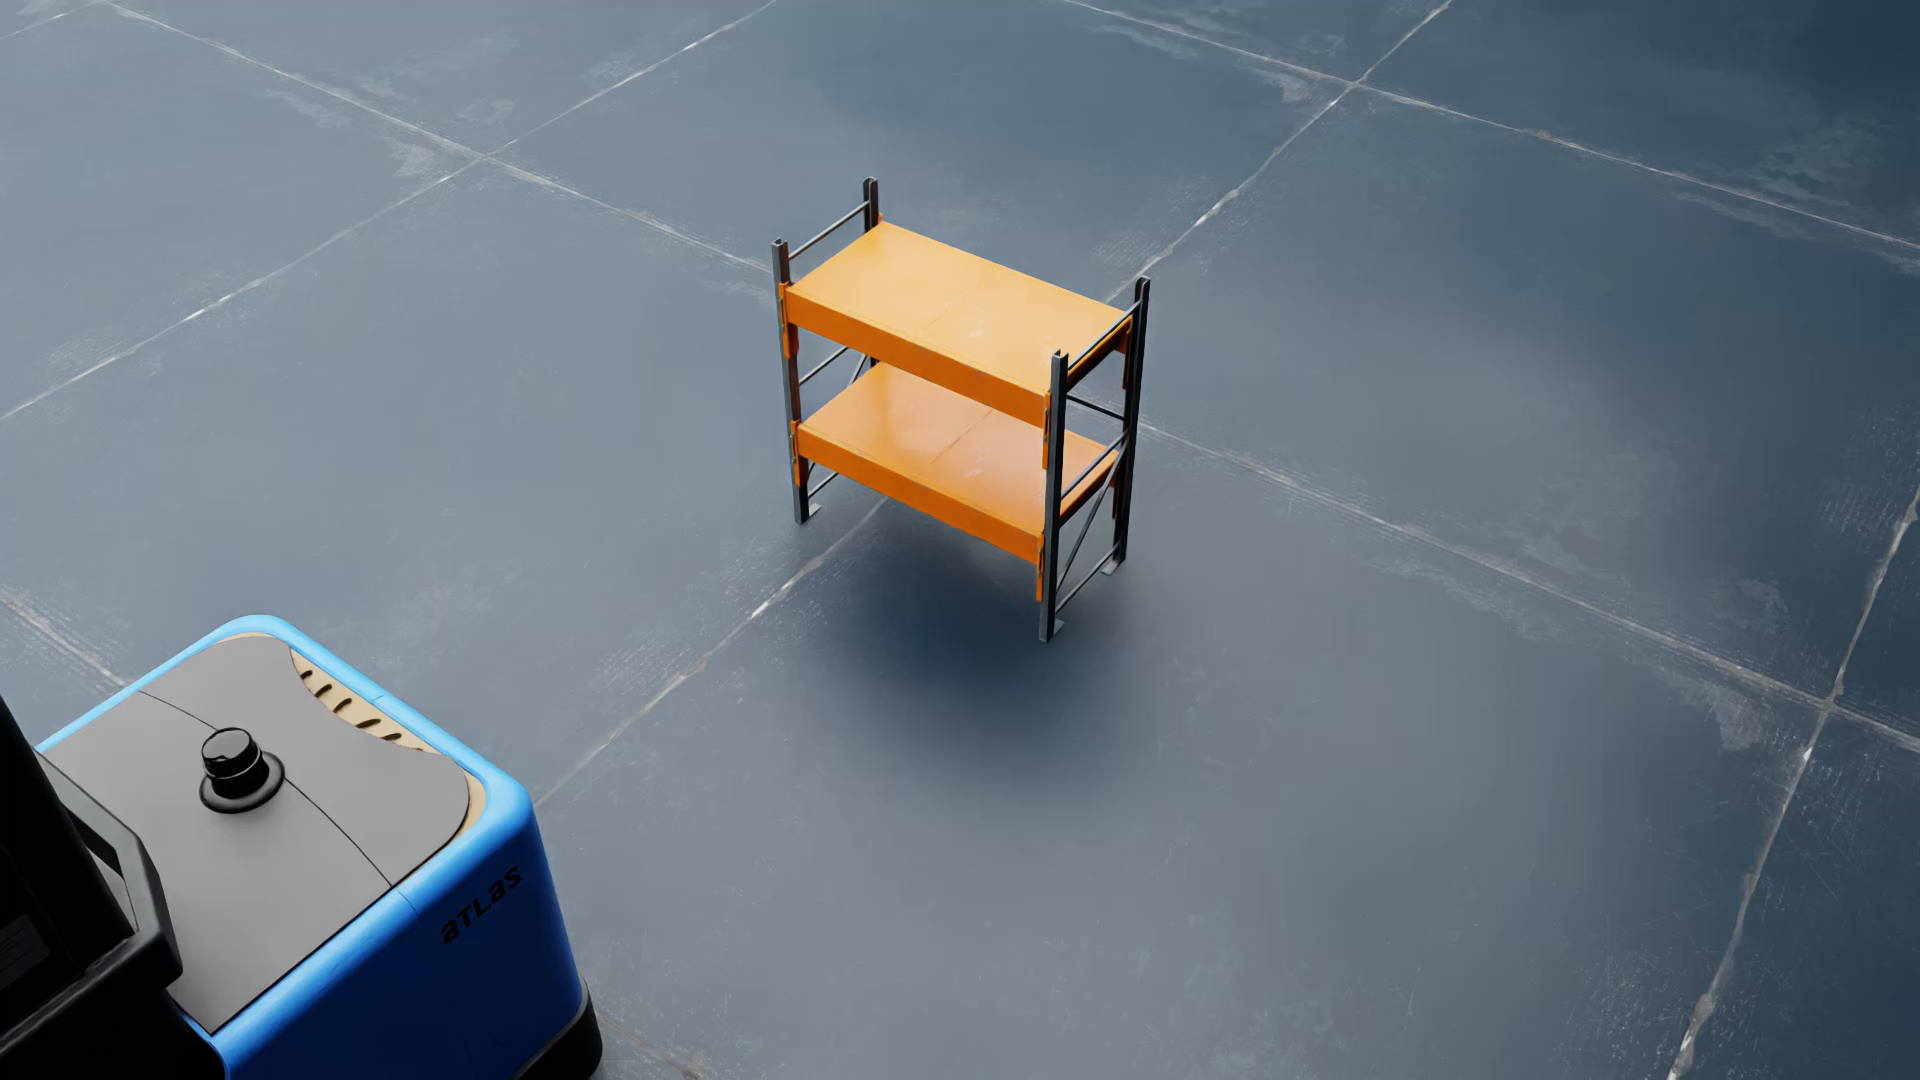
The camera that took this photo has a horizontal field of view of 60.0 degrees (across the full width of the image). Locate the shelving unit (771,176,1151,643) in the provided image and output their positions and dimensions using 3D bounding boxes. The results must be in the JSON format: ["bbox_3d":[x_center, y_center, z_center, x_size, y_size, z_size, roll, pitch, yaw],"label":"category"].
[{"bbox_3d":[-0.006,-0.422,5.378,1.048,1.125,0.538,25,48,25],"label":"shelving unit"}]

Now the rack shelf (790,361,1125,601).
[{"bbox_3d":[-0.006,-0.240,5.541,1.000,0.278,0.538,25,48,25],"label":"rack shelf"}]

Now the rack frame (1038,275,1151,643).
[{"bbox_3d":[0.411,-0.227,5.160,0.032,1.125,0.500,25,48,25],"label":"rack frame"}]

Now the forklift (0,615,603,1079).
[{"bbox_3d":[-2.192,0.837,2.616,1.130,2.935,3.031,27,48,27],"label":"forklift"}]

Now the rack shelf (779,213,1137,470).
[{"bbox_3d":[-0.006,-0.640,5.183,1.000,0.278,0.538,25,48,25],"label":"rack shelf"}]

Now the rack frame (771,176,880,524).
[{"bbox_3d":[-0.422,-0.616,5.595,0.032,1.125,0.500,25,48,25],"label":"rack frame"}]
